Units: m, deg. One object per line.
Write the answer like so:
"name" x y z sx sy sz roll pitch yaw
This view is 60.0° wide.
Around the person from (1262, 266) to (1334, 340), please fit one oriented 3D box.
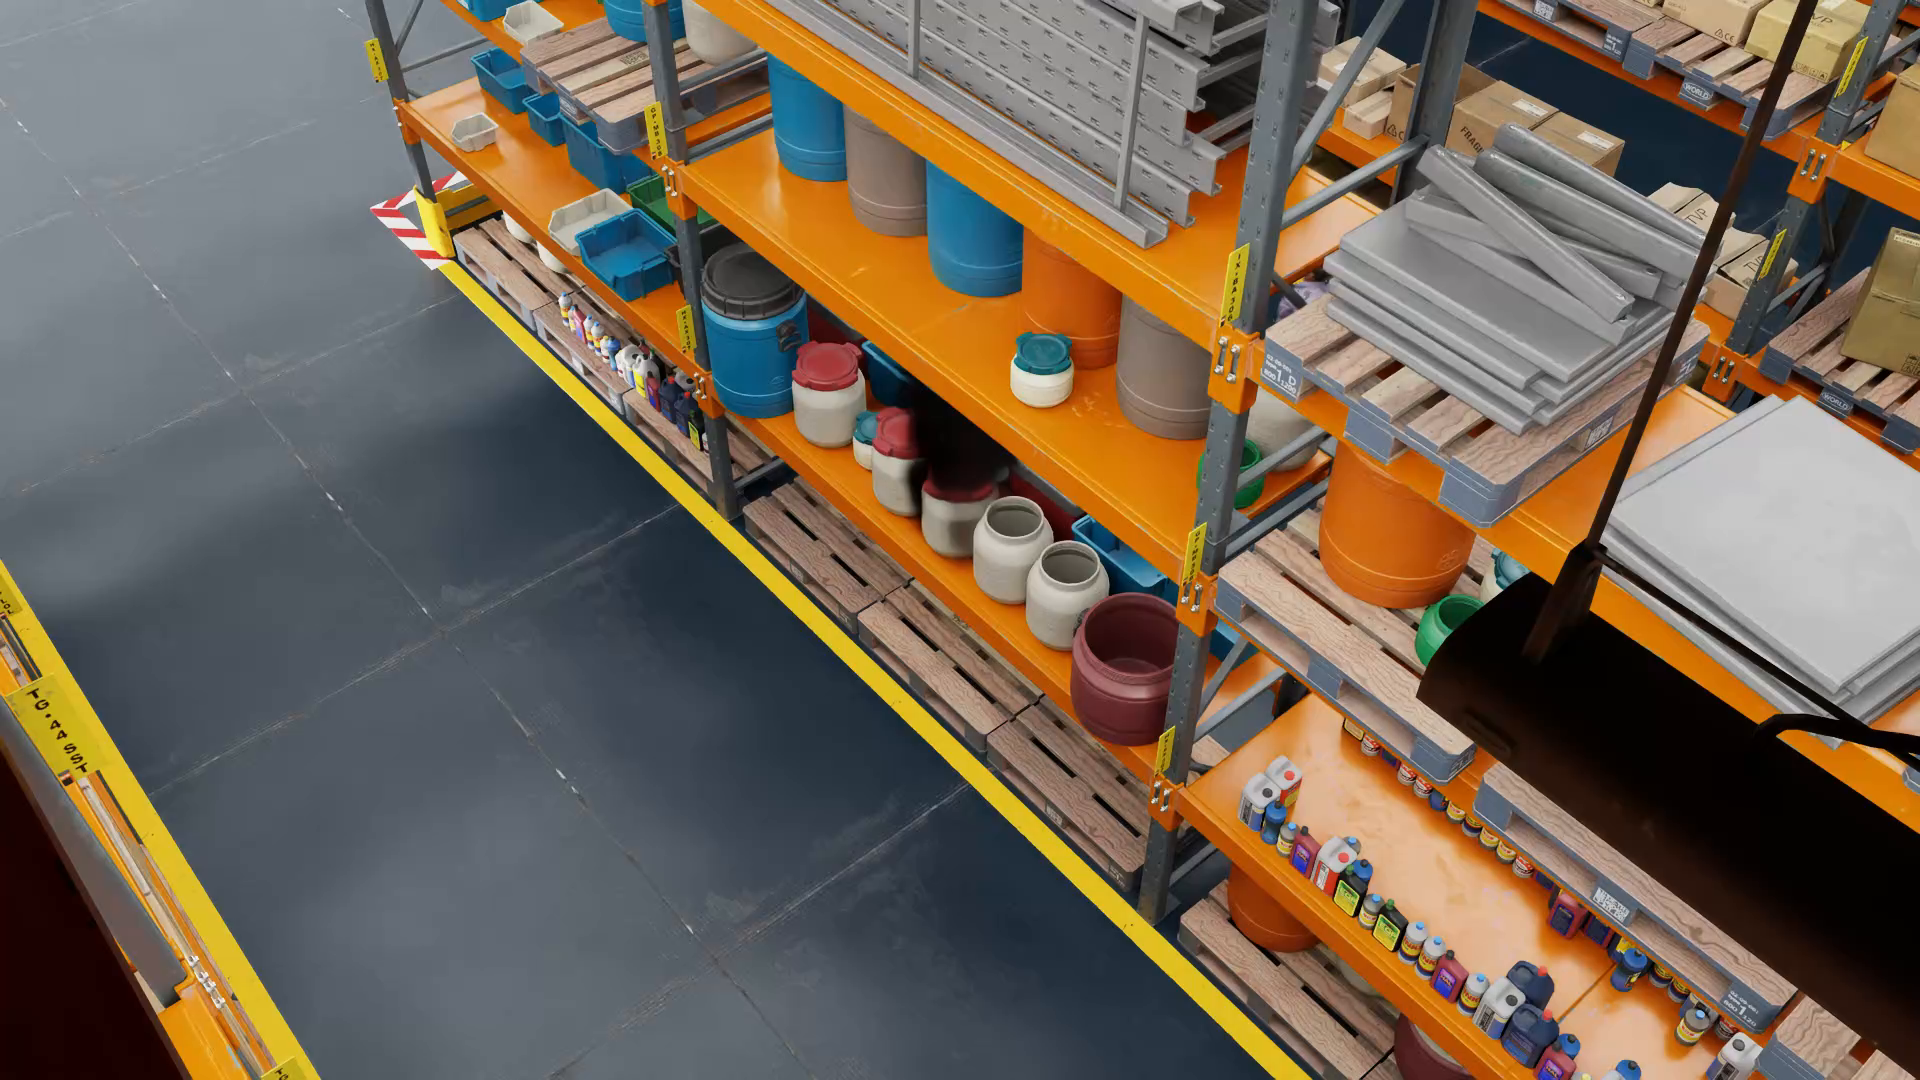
"person" 2.177 -1.189 10.623 0.515 1.621 0.614 32 54 27
